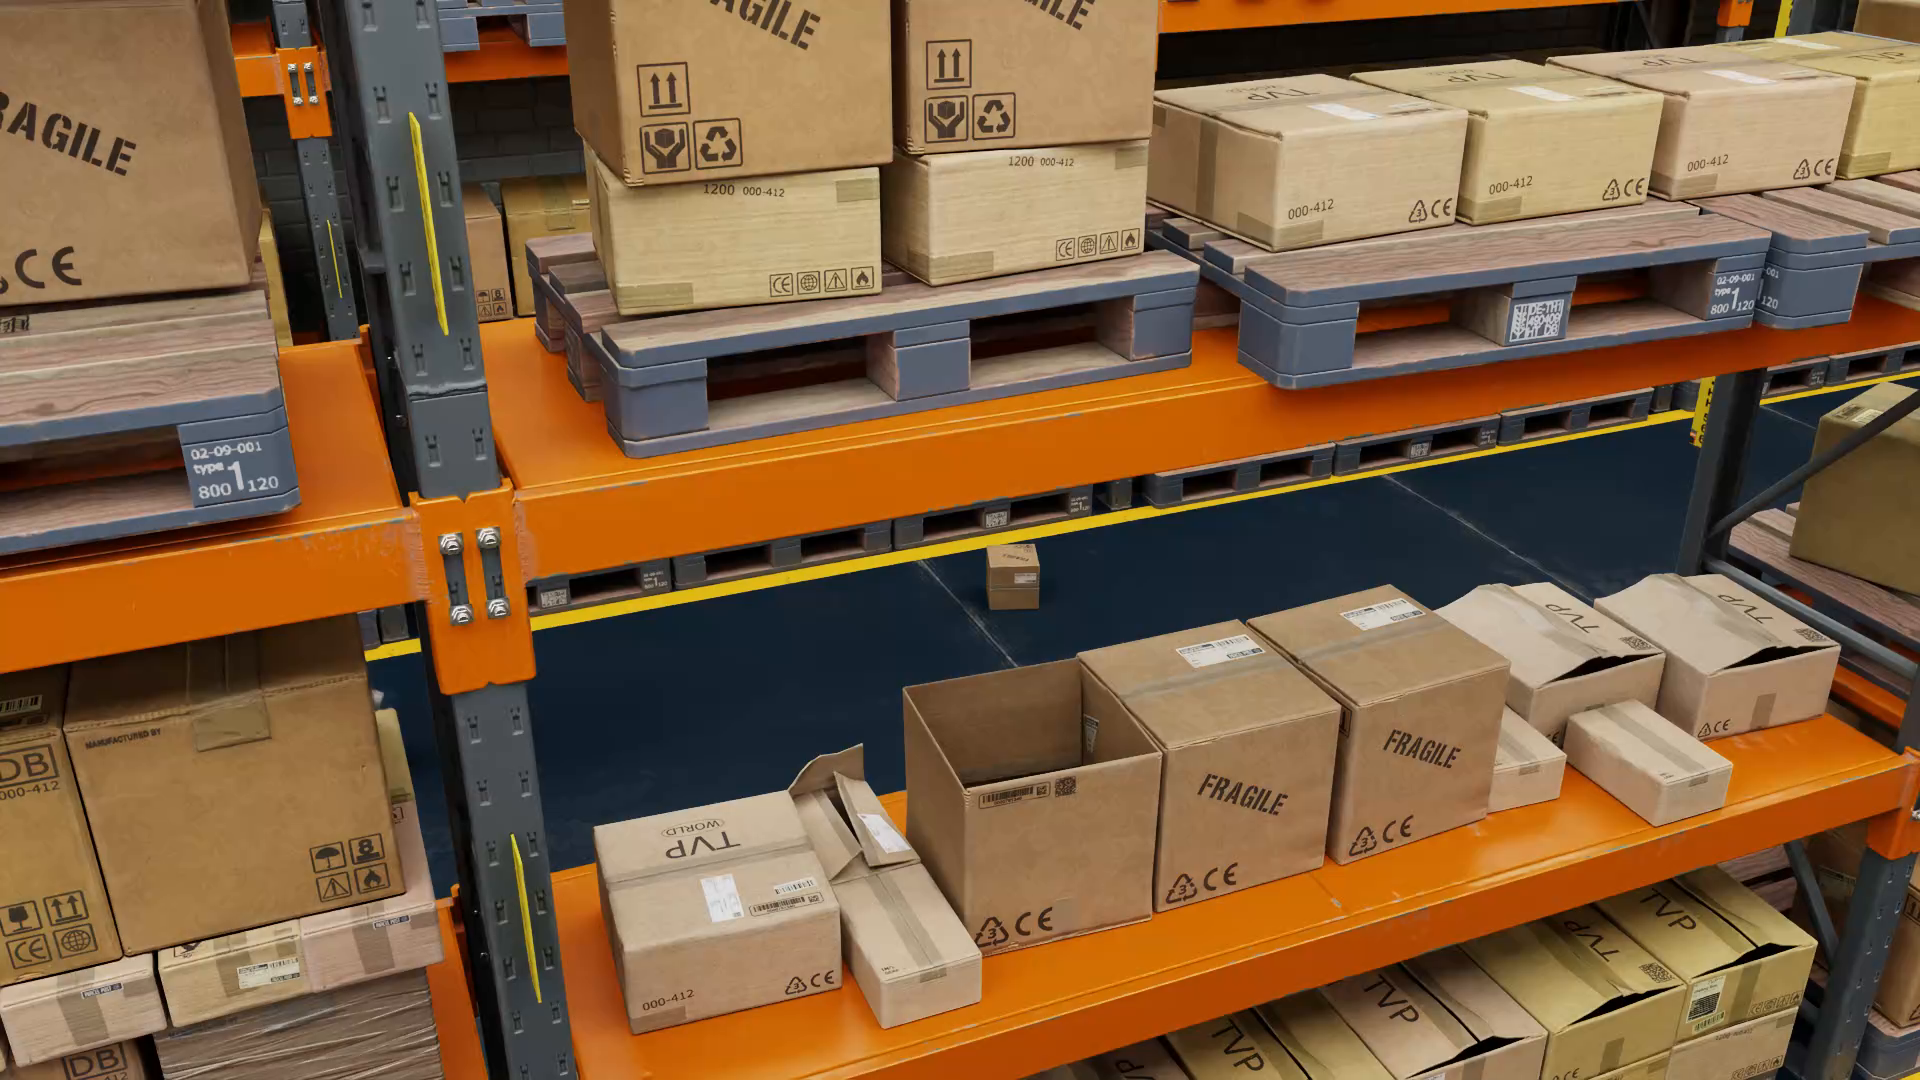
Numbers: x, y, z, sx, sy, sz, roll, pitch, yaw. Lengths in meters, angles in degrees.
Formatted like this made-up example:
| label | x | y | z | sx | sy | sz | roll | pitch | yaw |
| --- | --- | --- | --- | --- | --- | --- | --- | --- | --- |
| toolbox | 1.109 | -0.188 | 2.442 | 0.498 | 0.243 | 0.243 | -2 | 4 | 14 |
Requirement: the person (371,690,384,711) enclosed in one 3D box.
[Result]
| label | x | y | z | sx | sy | sz | roll | pitch | yaw |
| --- | --- | --- | --- | --- | --- | --- | --- | --- | --- |
| person | -2.725 | 0.254 | 6.561 | 0.722 | 1.760 | 0.576 | -9 | 27 | -18 |
